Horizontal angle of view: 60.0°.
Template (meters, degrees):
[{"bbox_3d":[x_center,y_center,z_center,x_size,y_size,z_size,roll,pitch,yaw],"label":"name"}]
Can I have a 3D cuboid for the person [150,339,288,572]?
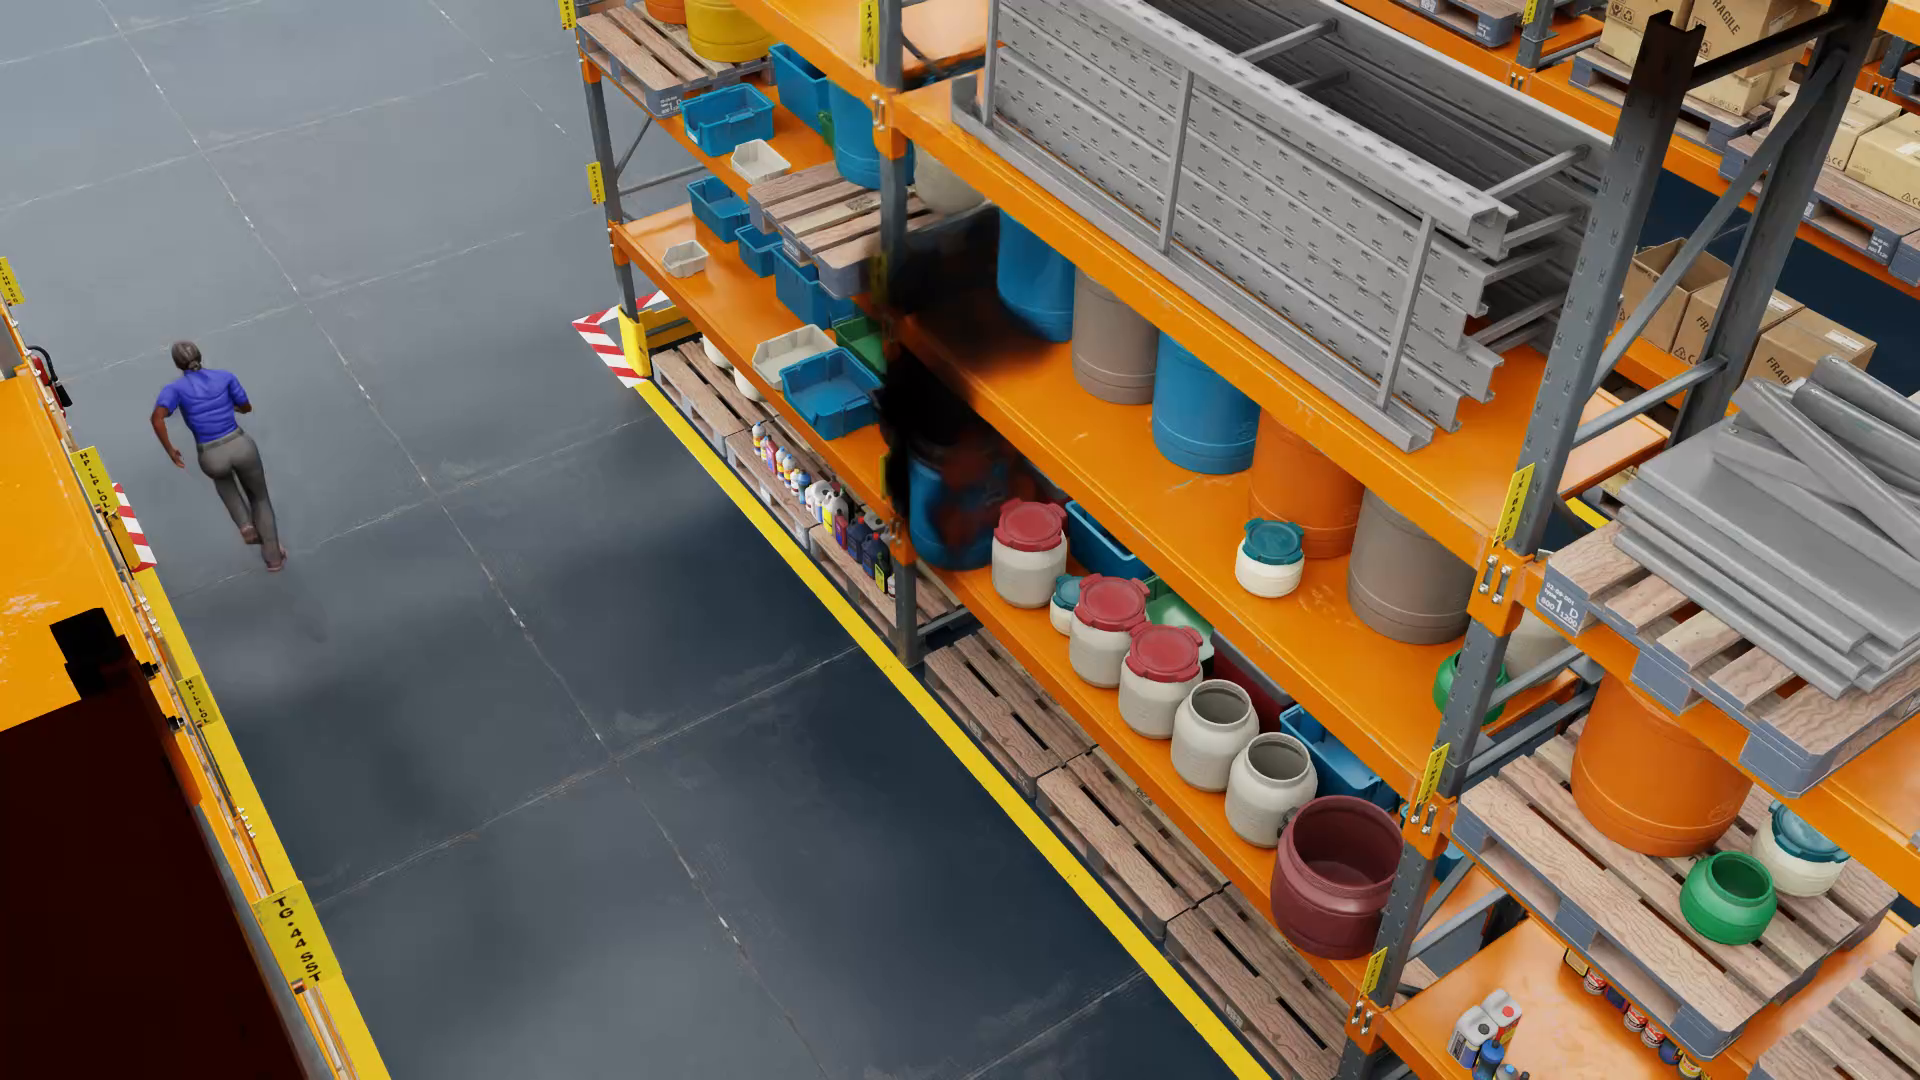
[{"bbox_3d":[-4.834,-0.538,10.855,0.606,1.499,0.904,-24,48,-24],"label":"person"}]
